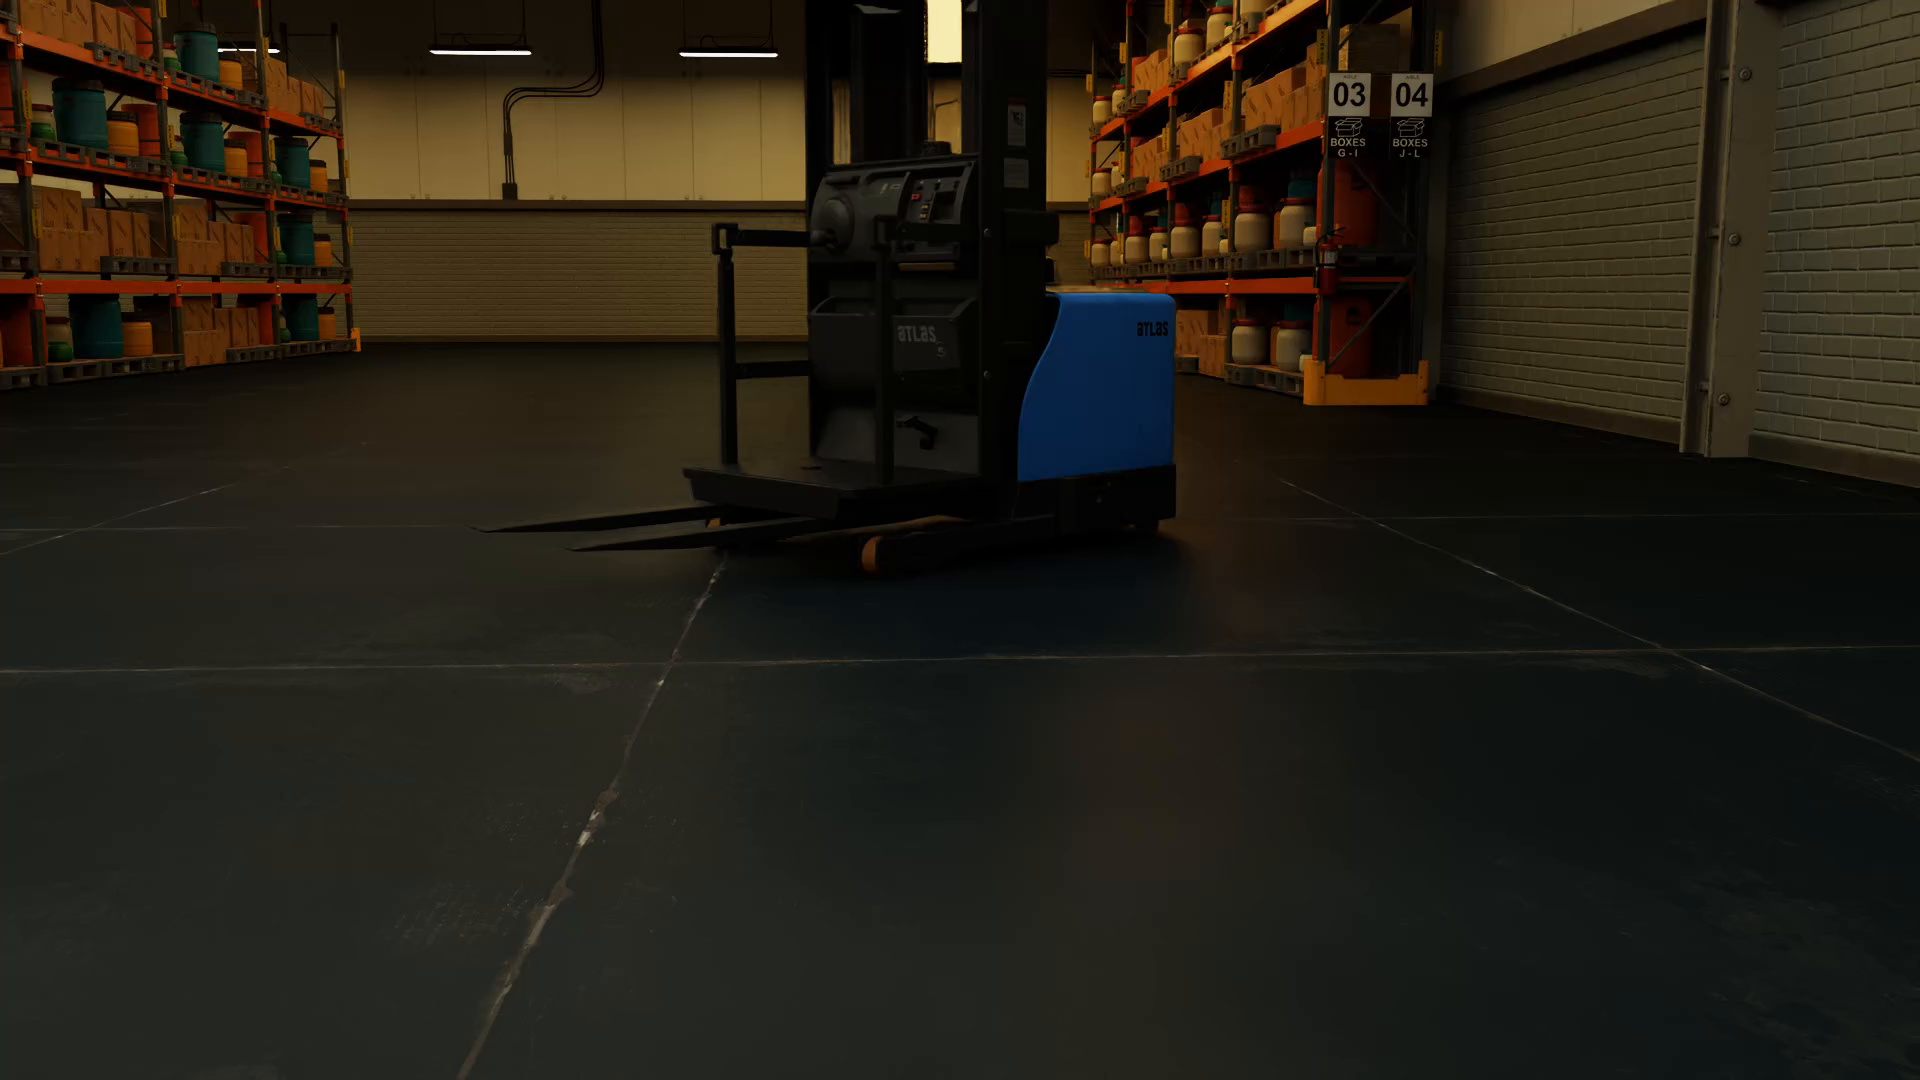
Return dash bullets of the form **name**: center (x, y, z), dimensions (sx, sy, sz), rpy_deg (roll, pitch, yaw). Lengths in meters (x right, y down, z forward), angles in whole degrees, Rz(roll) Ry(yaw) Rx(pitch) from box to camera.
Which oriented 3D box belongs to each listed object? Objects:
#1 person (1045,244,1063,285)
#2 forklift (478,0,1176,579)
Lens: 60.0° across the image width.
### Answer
- **person**: center (0.373, -1.146, 9.940), dimensions (0.744, 1.512, 0.459), rpy_deg (-1, 8, -4)
- **forklift**: center (-0.437, -1.387, 6.672), dimensions (3.031, 2.935, 1.130), rpy_deg (-8, 12, -43)
